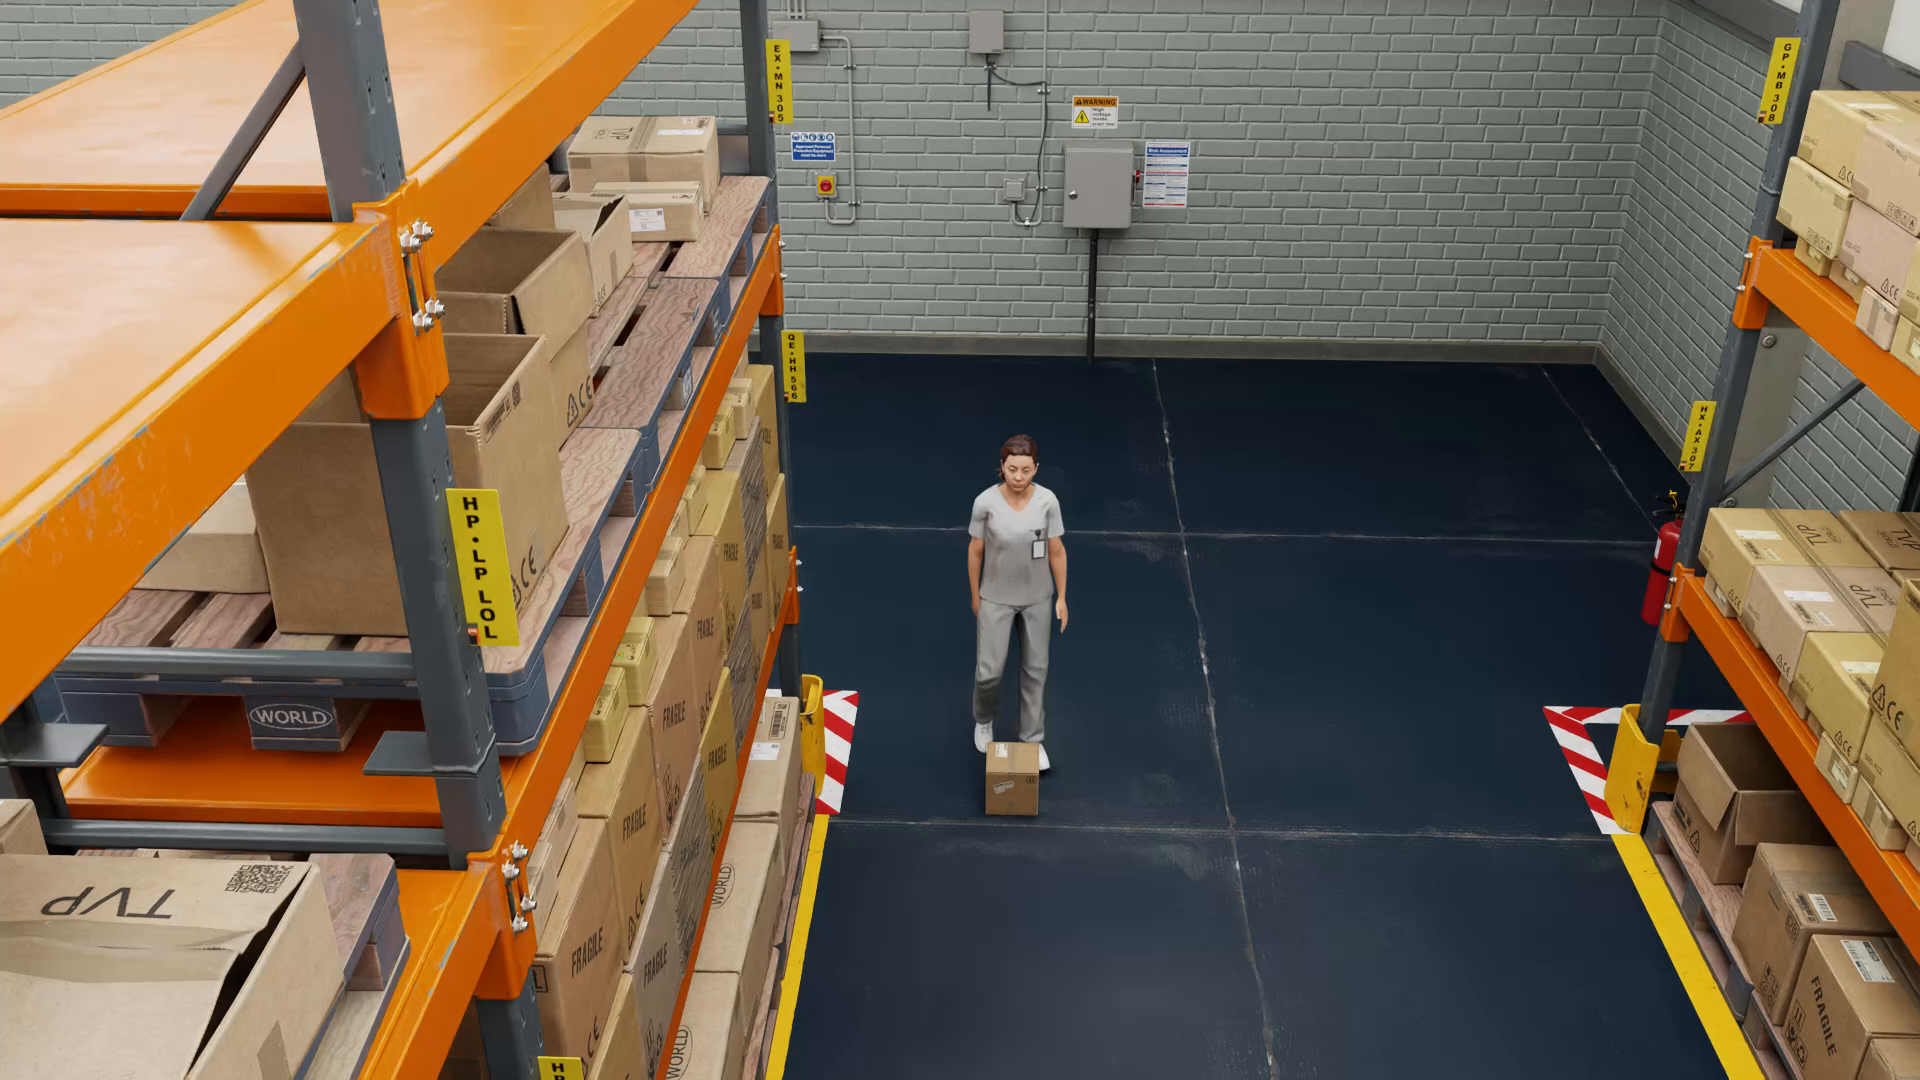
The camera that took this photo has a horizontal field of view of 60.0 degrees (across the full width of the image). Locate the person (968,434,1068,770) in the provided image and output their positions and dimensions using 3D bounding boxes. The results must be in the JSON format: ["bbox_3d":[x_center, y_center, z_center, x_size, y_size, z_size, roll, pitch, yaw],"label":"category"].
[{"bbox_3d":[0.285,0.314,8.019,0.464,1.685,0.538,-4,28,-7],"label":"person"}]
